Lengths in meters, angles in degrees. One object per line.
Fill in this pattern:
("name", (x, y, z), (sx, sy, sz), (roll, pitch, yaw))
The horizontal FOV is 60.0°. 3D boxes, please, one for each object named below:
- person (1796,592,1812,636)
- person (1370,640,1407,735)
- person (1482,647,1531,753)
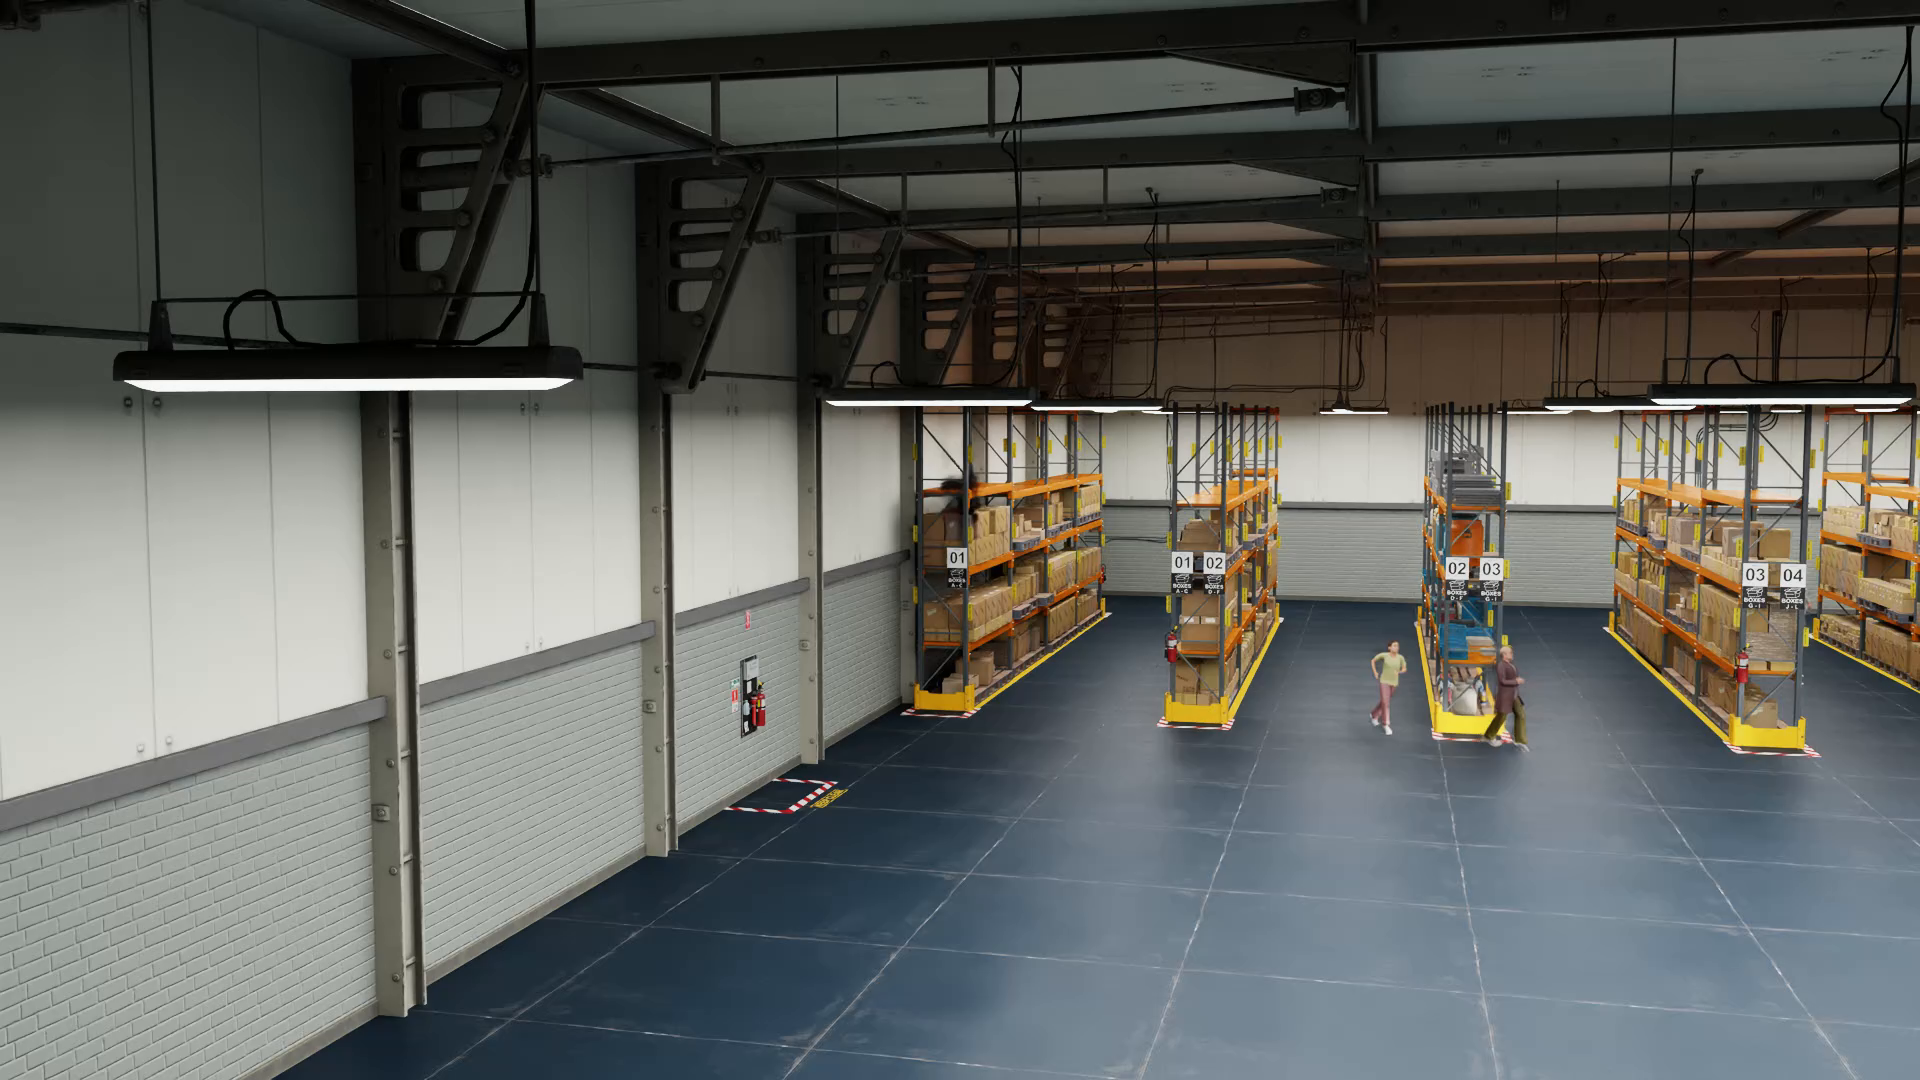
("person", (20.463, 1.847, 40.605), (0.659, 1.742, 0.579), (1, 4, 12))
("person", (7.834, 2.597, 30.306), (0.606, 1.580, 0.840), (-1, 4, -10))
("person", (9.356, 2.750, 28.503), (0.816, 1.869, 0.745), (4, 6, 43))
